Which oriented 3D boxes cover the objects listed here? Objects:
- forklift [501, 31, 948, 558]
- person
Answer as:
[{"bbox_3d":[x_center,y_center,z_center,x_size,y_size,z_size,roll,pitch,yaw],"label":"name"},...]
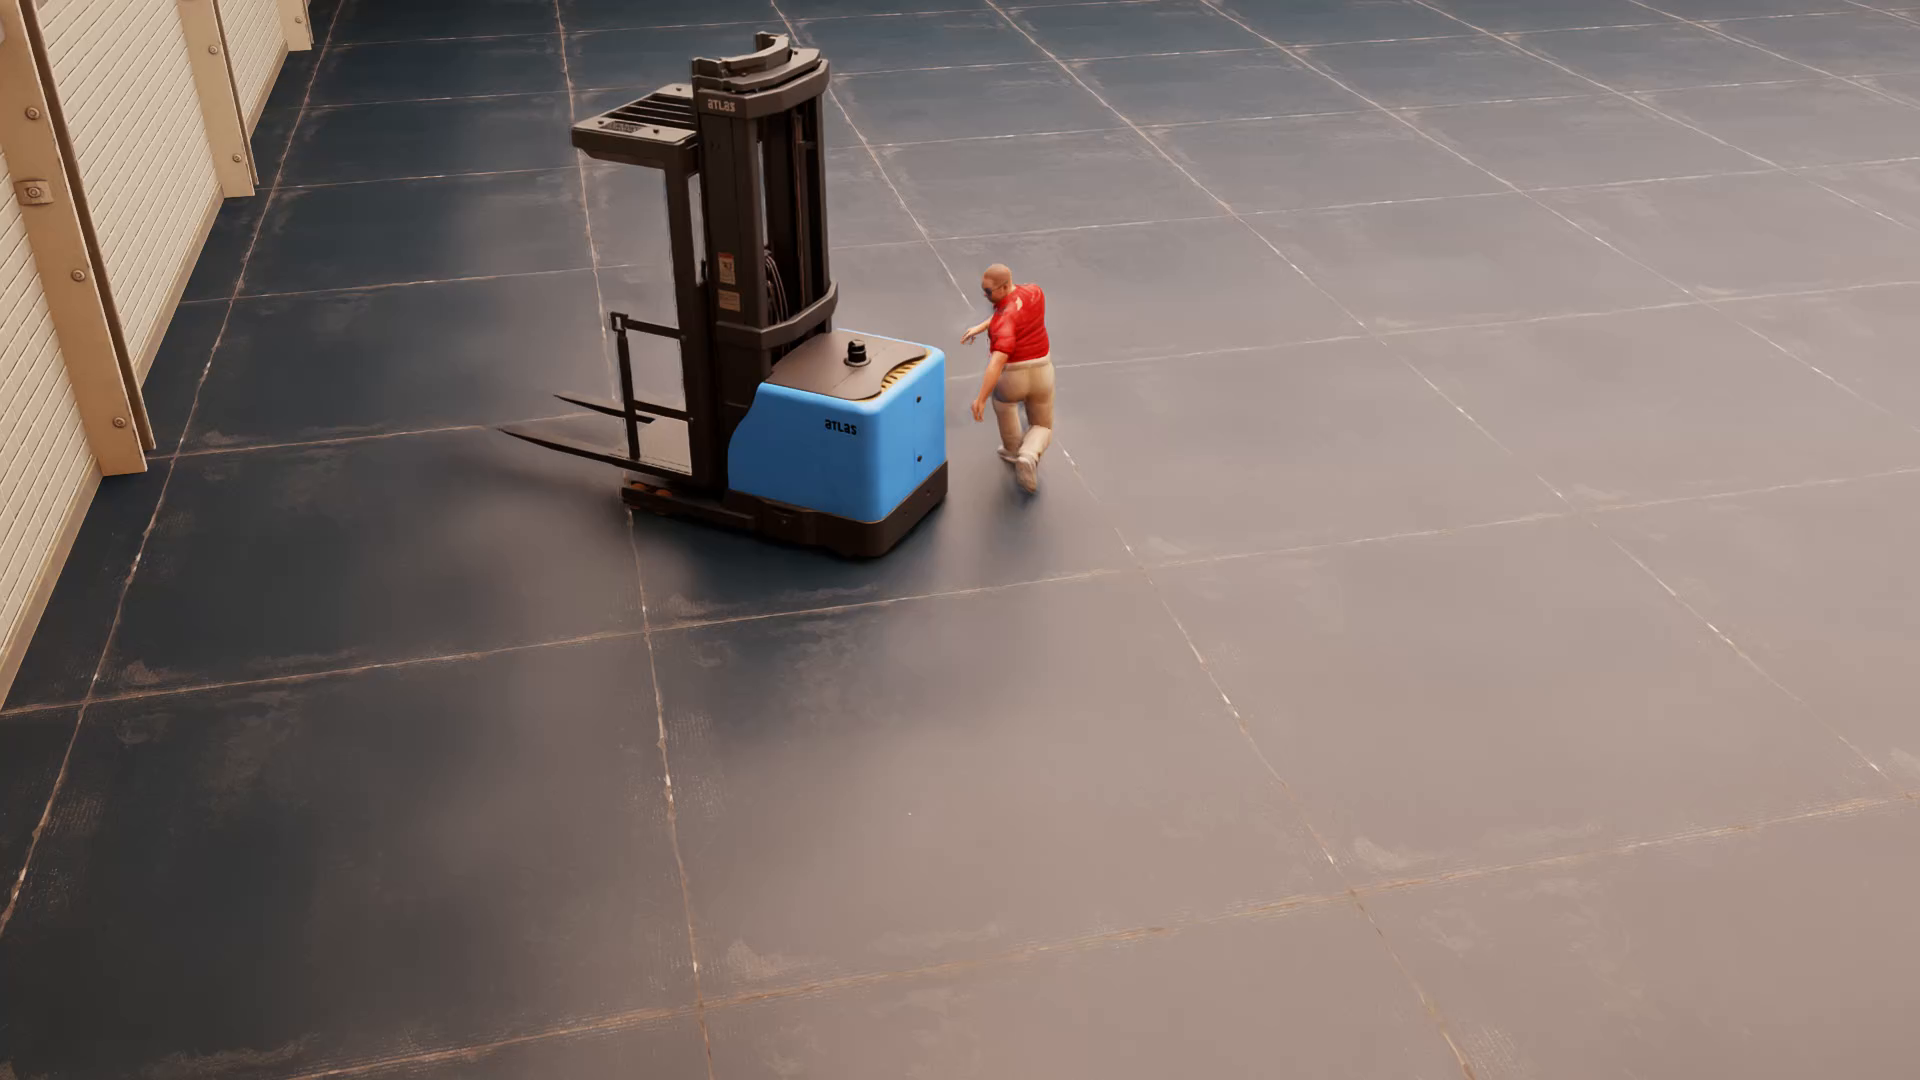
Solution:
[{"bbox_3d":[-1.634,-1.651,10.427,3.031,2.935,1.130,14,33,22],"label":"forklift"},{"bbox_3d":[0.323,-1.085,10.947,0.646,1.507,0.907,-8,31,-14],"label":"person"}]
